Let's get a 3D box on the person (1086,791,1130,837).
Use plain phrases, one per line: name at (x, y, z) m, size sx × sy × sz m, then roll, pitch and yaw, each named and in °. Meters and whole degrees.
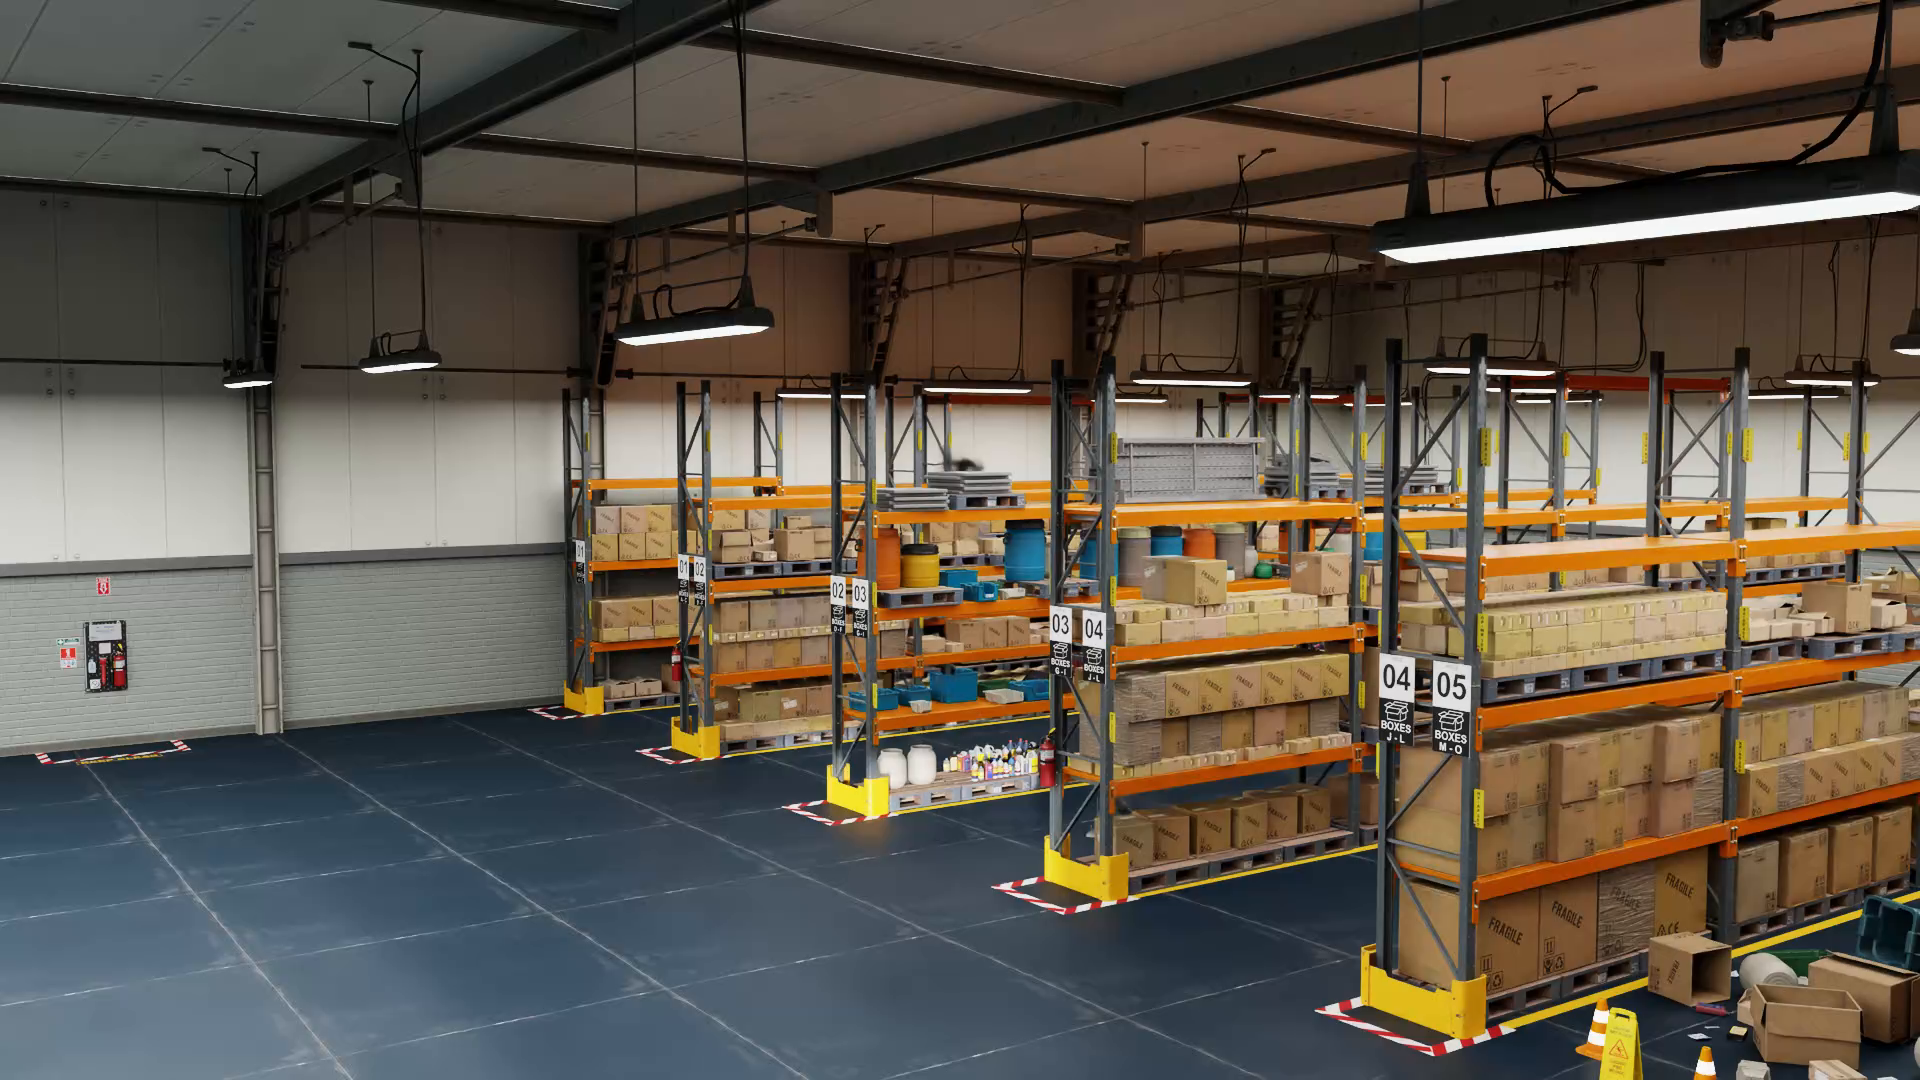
person at (1.922, 2.917, 21.462) m, size 0.900 × 1.703 × 0.604 m, roll -3°, pitch 5°, yaw -44°
